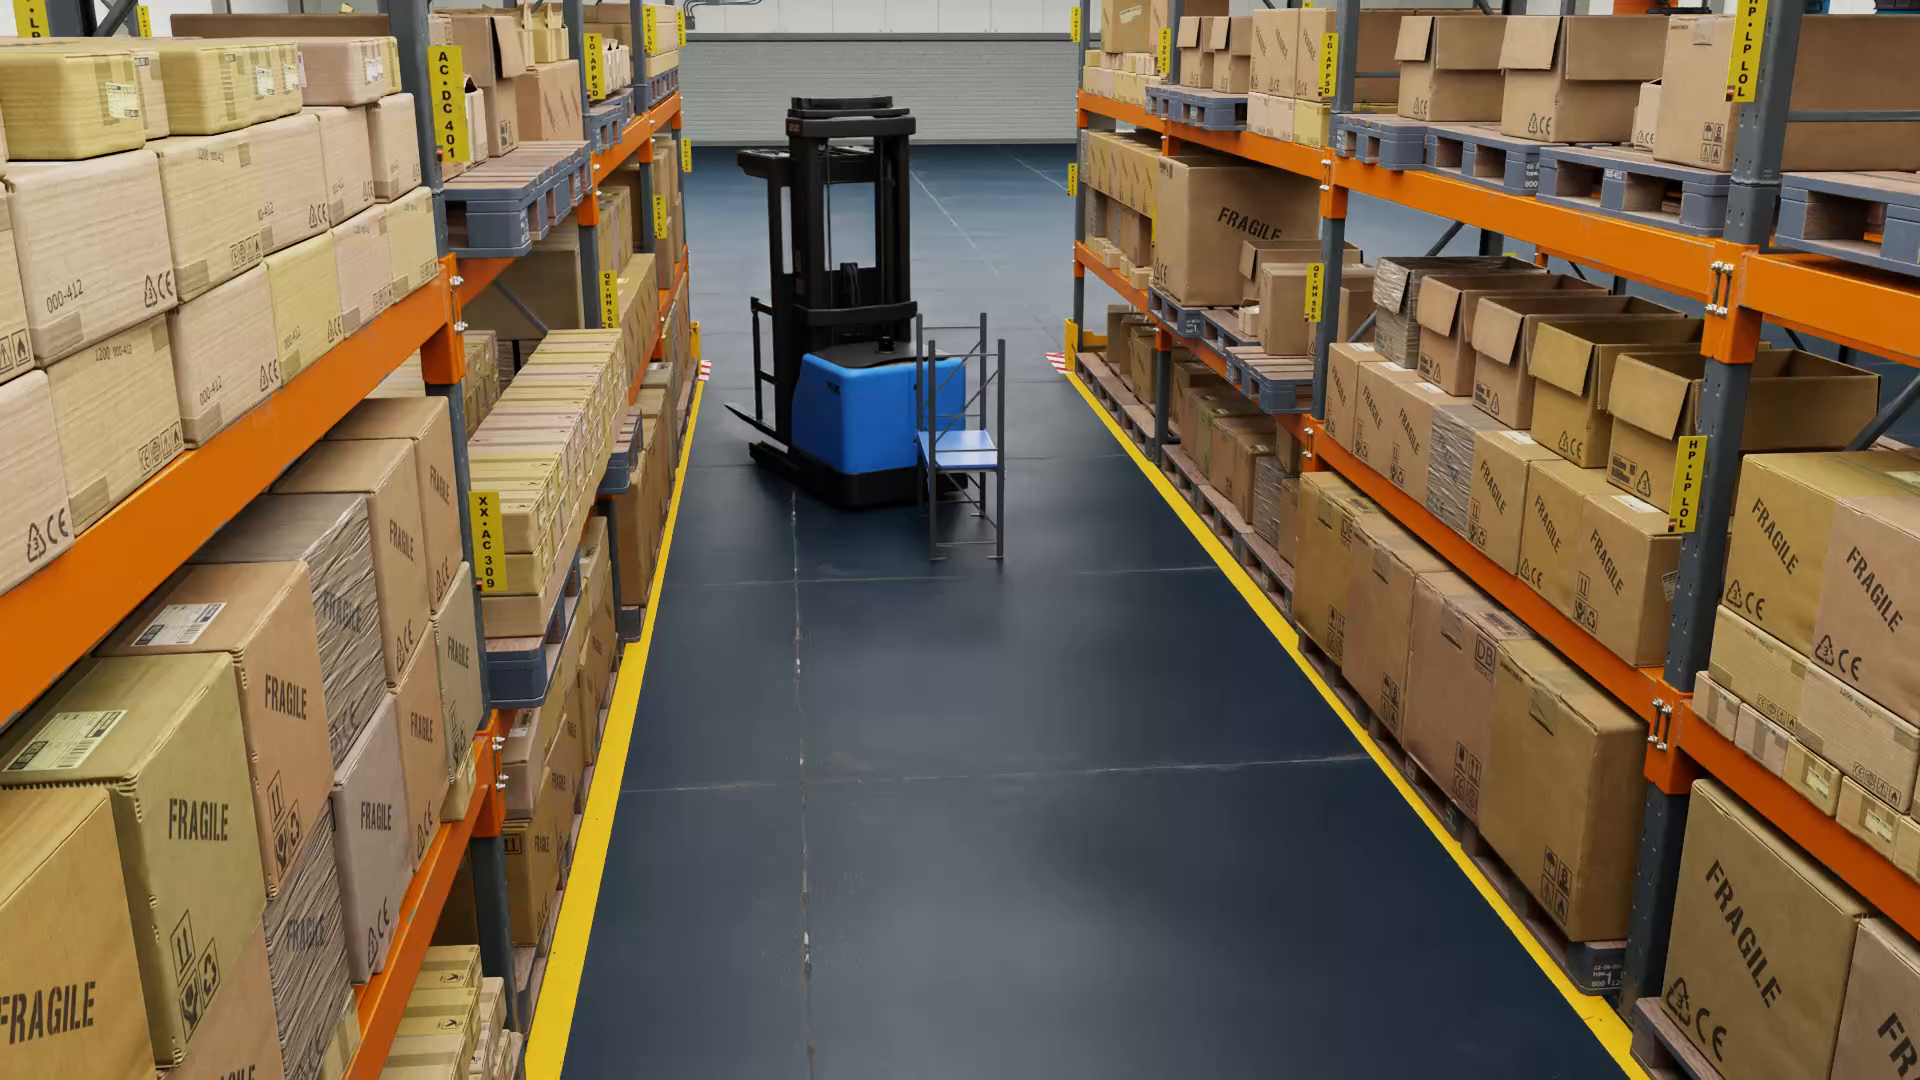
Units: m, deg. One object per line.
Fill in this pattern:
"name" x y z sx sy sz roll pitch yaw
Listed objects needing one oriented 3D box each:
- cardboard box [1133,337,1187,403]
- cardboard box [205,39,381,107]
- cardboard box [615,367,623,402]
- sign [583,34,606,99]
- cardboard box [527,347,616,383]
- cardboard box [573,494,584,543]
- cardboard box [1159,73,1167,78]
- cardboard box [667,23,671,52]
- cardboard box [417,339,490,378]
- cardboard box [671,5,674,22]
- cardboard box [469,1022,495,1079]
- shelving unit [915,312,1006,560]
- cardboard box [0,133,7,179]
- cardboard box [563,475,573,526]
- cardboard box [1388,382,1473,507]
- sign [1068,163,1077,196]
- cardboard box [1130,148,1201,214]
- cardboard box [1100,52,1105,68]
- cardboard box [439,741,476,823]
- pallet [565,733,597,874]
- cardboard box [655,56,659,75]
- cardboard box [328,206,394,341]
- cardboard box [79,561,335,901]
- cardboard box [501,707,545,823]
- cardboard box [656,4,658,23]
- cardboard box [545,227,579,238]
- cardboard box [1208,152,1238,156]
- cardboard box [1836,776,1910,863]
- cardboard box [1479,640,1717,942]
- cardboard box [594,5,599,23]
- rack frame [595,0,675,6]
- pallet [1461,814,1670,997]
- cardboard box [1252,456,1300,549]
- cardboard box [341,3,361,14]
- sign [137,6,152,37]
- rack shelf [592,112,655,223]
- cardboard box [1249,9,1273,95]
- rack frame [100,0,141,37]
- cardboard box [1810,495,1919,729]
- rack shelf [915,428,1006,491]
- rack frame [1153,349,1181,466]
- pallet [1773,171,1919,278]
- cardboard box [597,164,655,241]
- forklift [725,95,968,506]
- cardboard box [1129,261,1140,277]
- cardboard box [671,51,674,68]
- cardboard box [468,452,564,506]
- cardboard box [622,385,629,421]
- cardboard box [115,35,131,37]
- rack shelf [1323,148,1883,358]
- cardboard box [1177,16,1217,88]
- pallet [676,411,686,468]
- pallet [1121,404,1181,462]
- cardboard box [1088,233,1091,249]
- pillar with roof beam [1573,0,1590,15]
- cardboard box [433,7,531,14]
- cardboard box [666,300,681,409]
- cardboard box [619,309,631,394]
"cardboard box" 1.888 -1.551 15.081 0.500 0.500 0.500 -3 18 -11
"cardboard box" -1.612 -1.117 3.969 0.380 0.149 0.250 -2 18 -6
"cardboard box" -1.900 -0.765 8.327 0.380 0.149 0.250 -1 17 -4
"sign" -1.894 -2.449 8.598 0.100 0.325 0.005 -2 18 -6
"cardboard box" -1.876 -0.834 8.052 0.380 0.149 0.250 -1 17 -4
"cardboard box" -1.712 -0.083 6.651 0.380 0.149 0.250 -3 18 -8
"cardboard box" 1.777 -3.707 13.055 0.380 0.149 0.250 -1 17 -4
"cardboard box" -2.829 -4.452 14.728 0.500 0.250 0.500 -2 18 -6
"cardboard box" -2.548 -0.896 8.247 0.380 0.149 0.250 -2 18 -7
"cardboard box" -2.836 -4.837 15.290 0.380 0.149 0.250 -1 17 -5
"cardboard box" -1.632 1.619 5.074 0.380 0.149 0.250 -3 18 -8
"shelving unit" -0.009 -0.741 11.533 0.538 1.500 1.048 -2 18 -6
"cardboard box" -1.403 -0.495 1.989 0.380 0.149 0.250 -2 17 -5
"cardboard box" -1.687 -0.149 6.364 0.380 0.149 0.250 -3 18 -8
"cardboard box" 2.402 -0.466 7.988 0.500 0.500 0.500 -2 18 -7
"sign" 1.146 -3.658 16.875 0.100 0.325 0.005 -2 18 -6
"cardboard box" 1.725 -3.011 13.927 0.500 0.500 0.500 -2 18 -6
"cardboard box" 1.520 -4.487 15.538 0.380 0.149 0.250 -1 17 -3
"cardboard box" -1.624 0.708 4.833 0.380 0.149 0.250 -2 18 -7
"pallet" -2.232 1.171 7.594 1.003 0.211 1.213 -2 18 -6
"cardboard box" -2.598 -3.776 13.241 0.380 0.149 0.250 -2 18 -6
"cardboard box" -1.662 -0.636 3.937 0.500 0.250 0.500 -2 18 -6
"cardboard box" -1.537 0.363 3.182 0.500 0.500 0.500 -2 18 -7
"cardboard box" -1.834 0.843 6.204 0.500 0.250 0.500 -3 18 -8
"cardboard box" -2.625 -4.232 13.363 0.380 0.149 0.250 -2 18 -7
"cardboard box" -2.523 -1.564 9.816 0.700 0.500 0.500 -2 18 -6
"cardboard box" 2.304 -2.878 13.505 0.500 0.500 0.500 -2 18 -6
"cardboard box" 2.706 0.767 4.645 0.380 0.149 0.250 -2 18 -7
"cardboard box" 2.837 0.937 6.530 1.225 0.875 0.875 -2 18 -5
"cardboard box" -3.464 -4.743 14.988 0.380 0.149 0.250 -2 17 -5
"rack frame" -3.259 -6.001 15.767 1.000 3.000 0.127 -2 18 -6
"pallet" 2.768 1.417 6.812 1.003 0.211 1.213 -2 18 -6
"cardboard box" 2.352 -0.259 10.933 0.700 0.500 0.500 -3 18 -10
"cardboard box" -2.613 -2.316 7.594 0.396 0.266 0.258 -2 18 -6
"sign" -7.618 -4.820 15.536 0.100 0.325 0.005 -2 18 -6
"rack shelf" -2.640 -2.439 10.630 1.077 0.370 4.000 -2 18 -6
"cardboard box" 2.113 -3.030 10.312 0.500 0.500 0.500 -1 17 -5
"rack frame" -8.172 -5.818 15.184 1.000 3.000 0.127 -2 18 -6
"cardboard box" 2.761 0.183 4.588 0.500 0.500 0.500 -2 18 -6
"rack shelf" -0.009 -0.569 11.587 0.538 0.185 1.000 -2 18 -6
"rack frame" 2.098 -2.070 13.262 1.000 3.000 0.127 -2 18 -6
"pallet" 2.997 -0.831 4.456 1.003 0.211 1.213 -2 18 -6
"cardboard box" -2.850 -2.644 13.039 0.875 0.550 0.550 -2 18 -6
"forklift" -1.082 -2.045 13.297 1.130 2.935 3.031 -9 20 -27
"cardboard box" 1.704 -2.379 14.666 0.380 0.149 0.250 -2 18 -6
"cardboard box" -2.809 -4.382 15.171 0.380 0.149 0.250 -2 18 -5
"cardboard box" -1.663 -0.218 6.090 0.380 0.149 0.250 -2 18 -5
"cardboard box" -1.925 -0.703 8.625 0.380 0.149 0.250 -1 17 -5
"cardboard box" -7.843 -4.555 15.260 0.380 0.149 0.250 -2 18 -5
"rack shelf" 2.717 -1.370 7.226 1.077 0.370 4.000 -2 18 -6
"cardboard box" 2.048 -3.607 12.278 0.797 0.503 0.637 -3 18 -8
"pallet" -2.847 -0.845 14.017 1.003 0.211 1.213 -2 18 -6
"pallet" 1.993 -0.938 14.313 1.003 0.211 1.213 -2 18 -6
"cardboard box" 1.484 -2.974 16.562 0.380 0.149 0.250 -2 18 -6
"pillar with roof beam" 10.641 -13.418 39.395 9.100 9.000 0.400 -2 18 -6
"cardboard box" -2.891 -2.991 10.154 0.500 0.500 0.500 -2 18 -6
"cardboard box" -2.938 -1.591 14.584 0.875 0.875 0.875 -2 18 -5
"cardboard box" -2.267 -1.096 9.993 0.500 0.500 0.500 -2 18 -6
